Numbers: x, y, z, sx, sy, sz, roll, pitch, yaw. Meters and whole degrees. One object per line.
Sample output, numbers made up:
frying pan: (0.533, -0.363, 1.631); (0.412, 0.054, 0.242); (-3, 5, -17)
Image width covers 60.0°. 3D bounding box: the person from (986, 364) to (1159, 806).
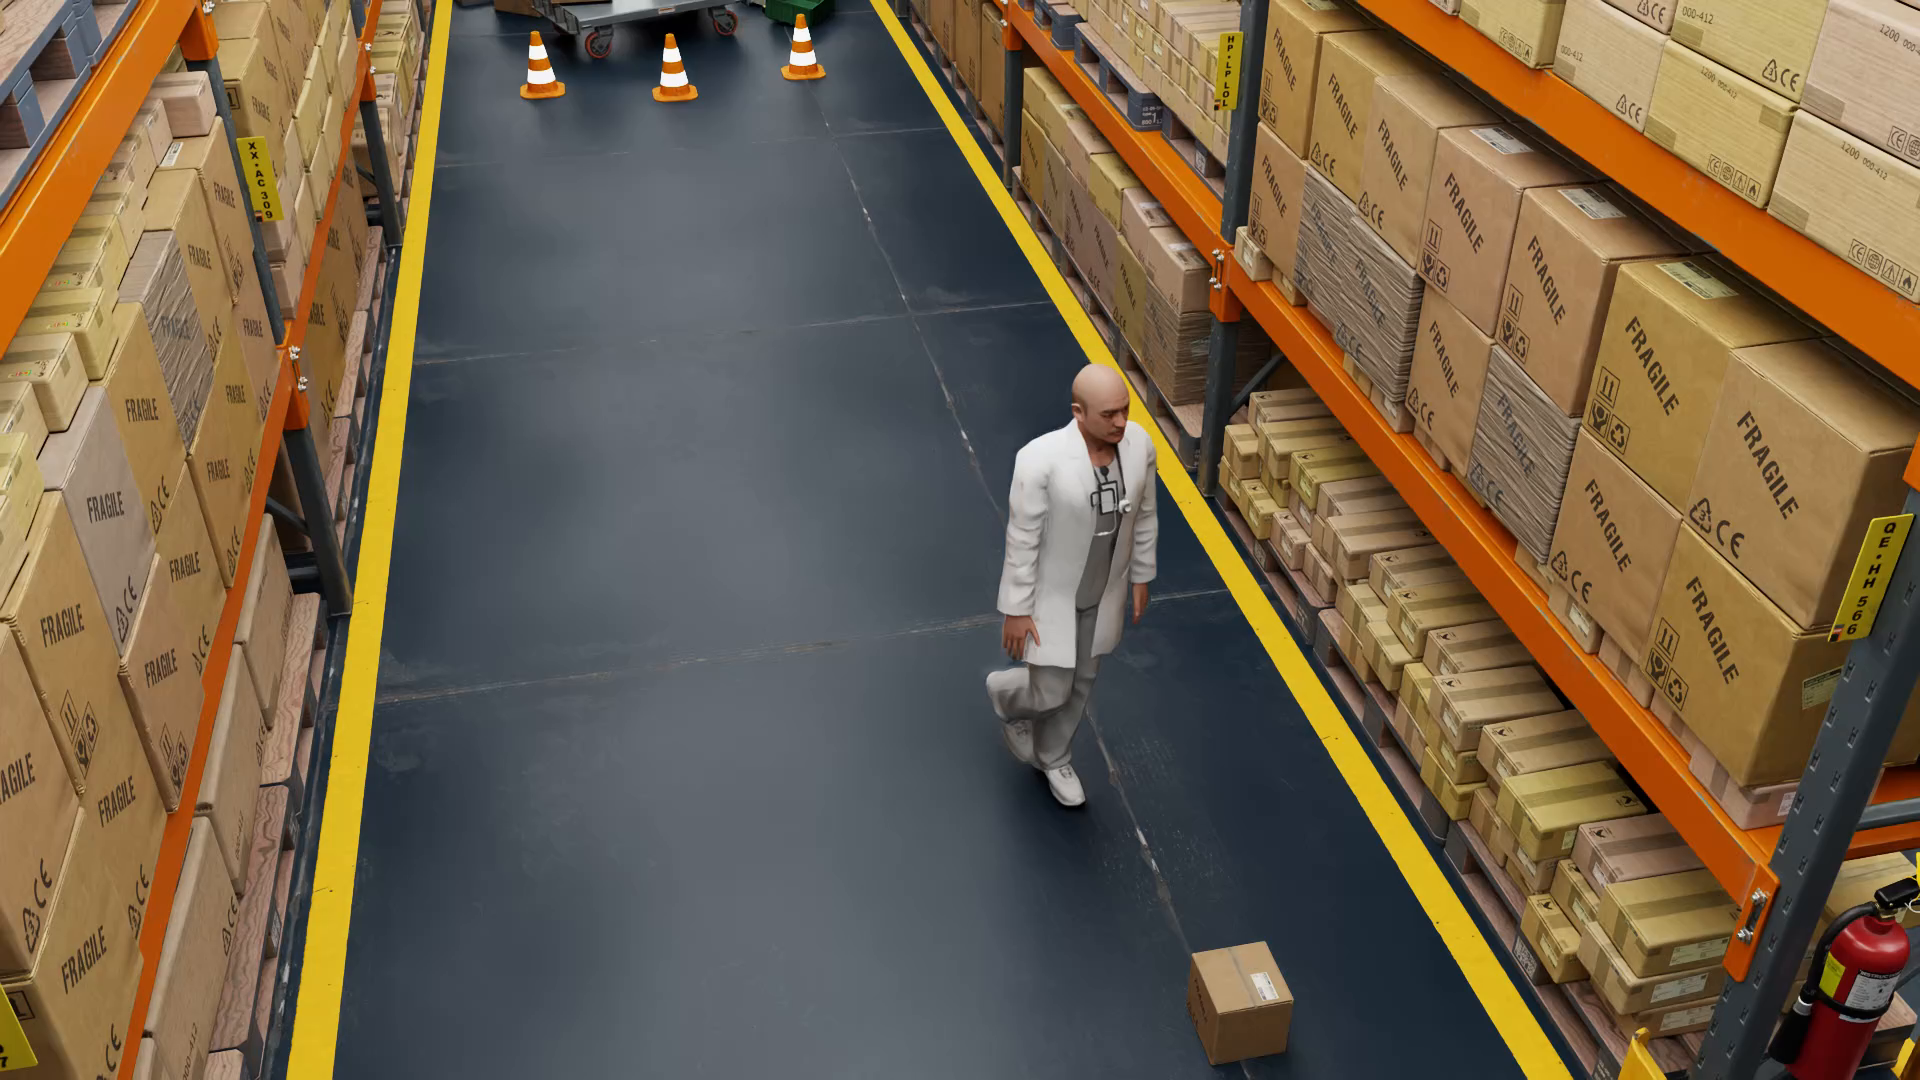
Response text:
person: (0.375, 0.138, 5.914); (0.643, 1.771, 0.592); (-15, 37, -21)
